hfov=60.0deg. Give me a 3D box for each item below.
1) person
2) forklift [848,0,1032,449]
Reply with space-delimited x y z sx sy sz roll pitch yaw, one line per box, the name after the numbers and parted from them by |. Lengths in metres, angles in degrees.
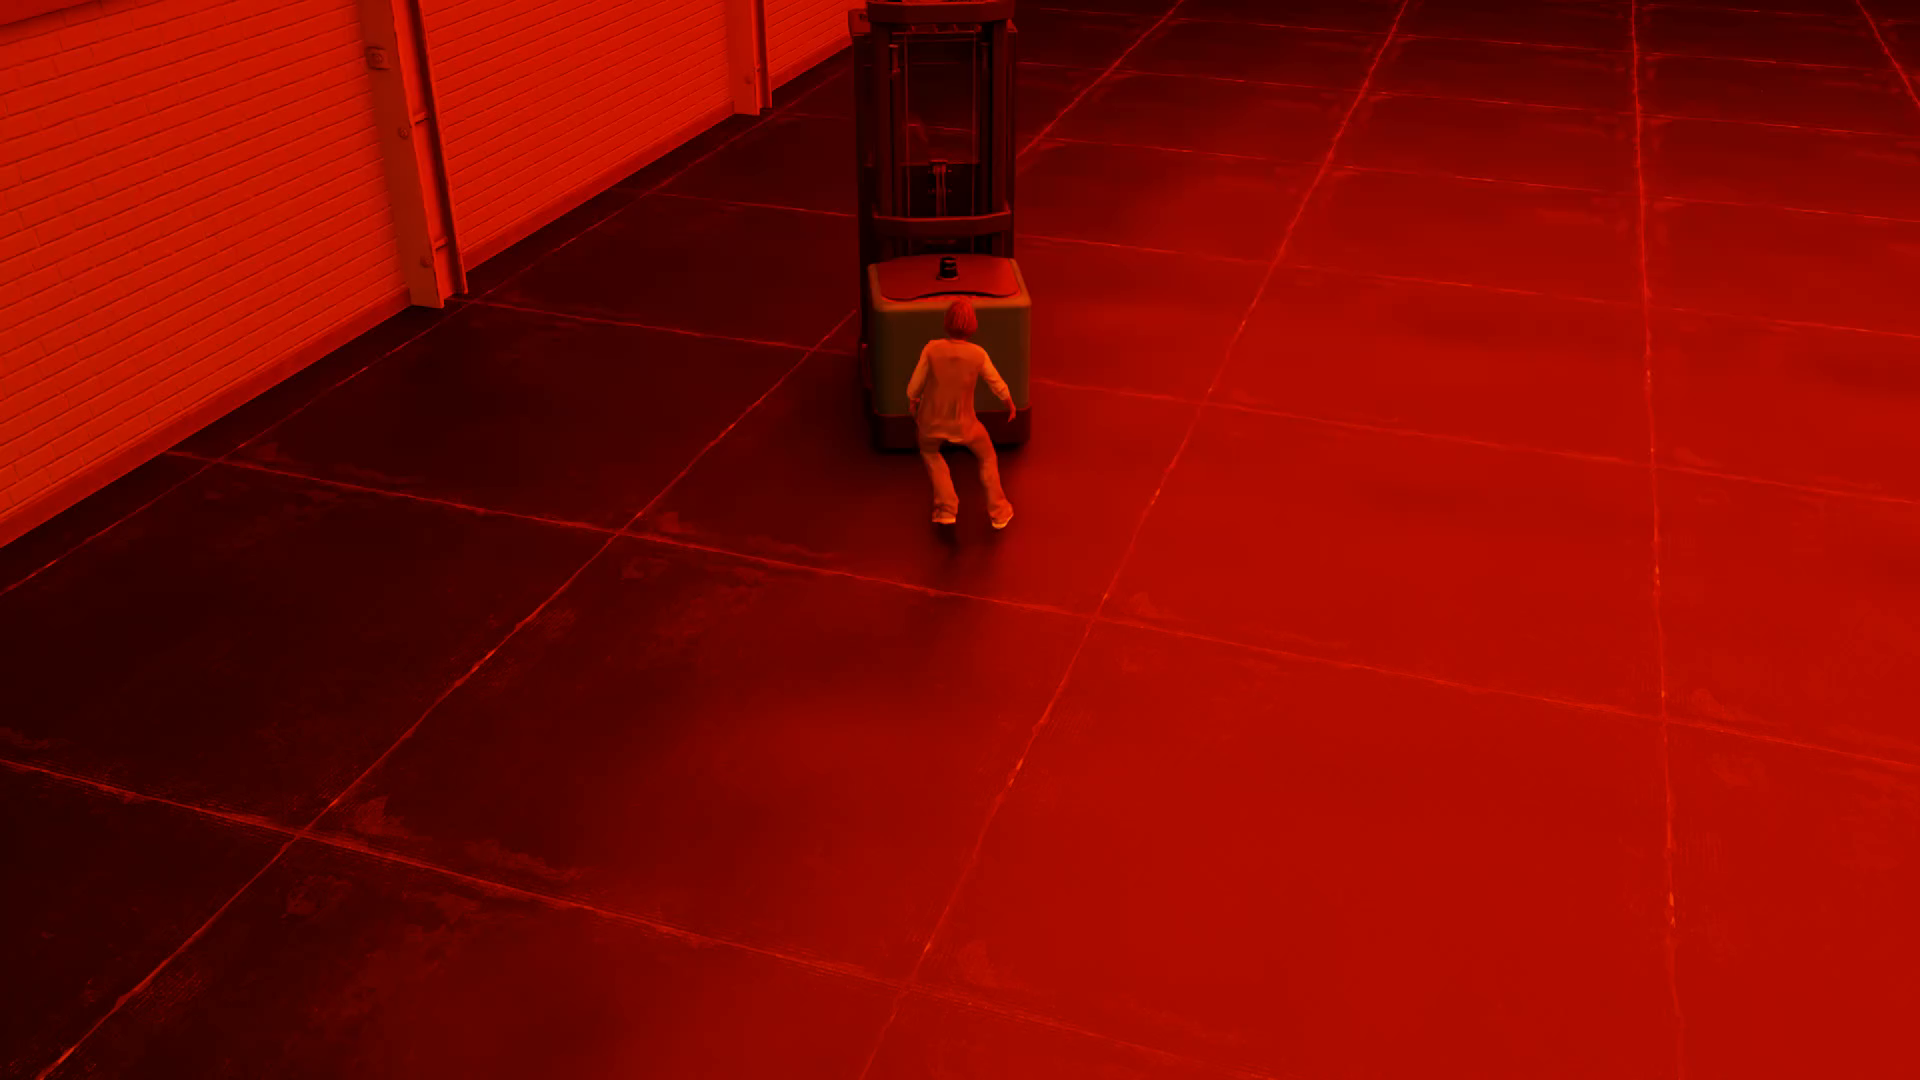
0.013 -0.739 9.856 0.640 1.512 0.460 1 30 1 | person
-0.190 -2.582 11.666 1.130 2.935 3.031 -3 30 -5 | forklift
